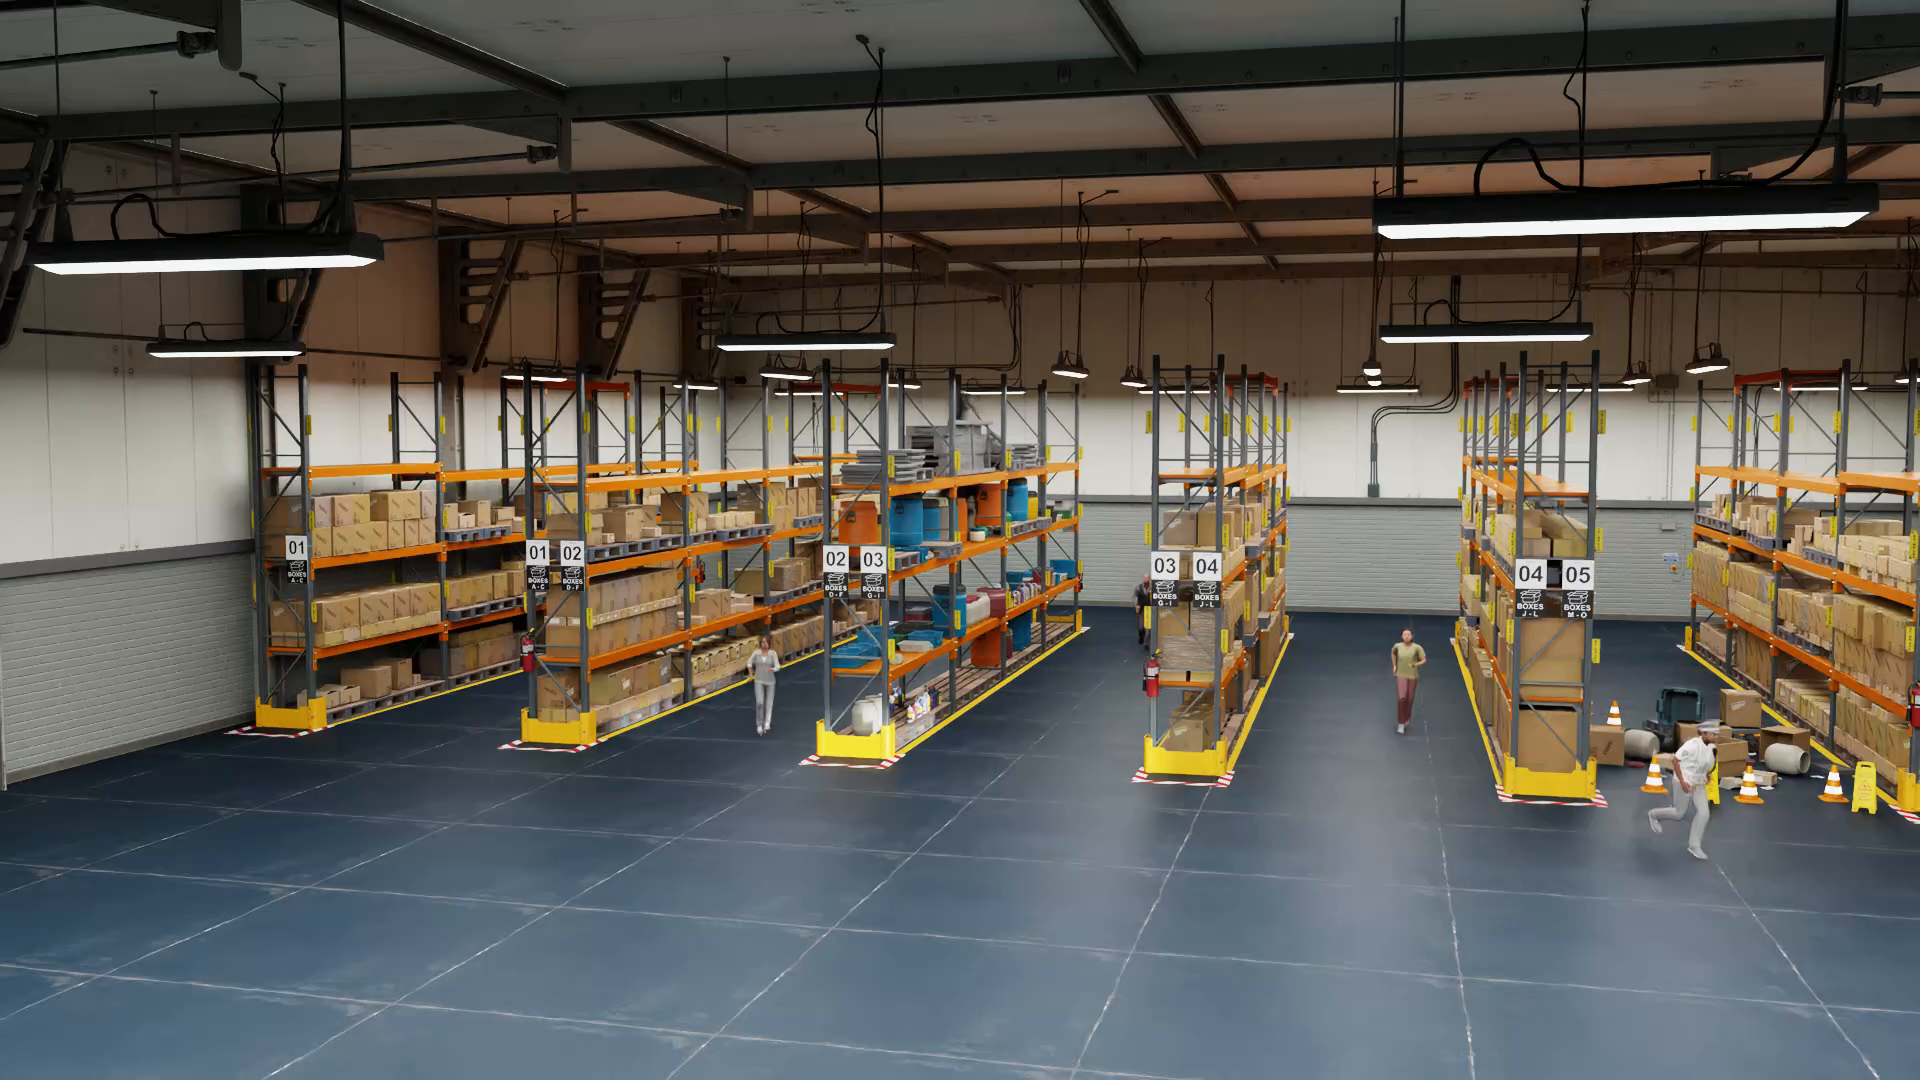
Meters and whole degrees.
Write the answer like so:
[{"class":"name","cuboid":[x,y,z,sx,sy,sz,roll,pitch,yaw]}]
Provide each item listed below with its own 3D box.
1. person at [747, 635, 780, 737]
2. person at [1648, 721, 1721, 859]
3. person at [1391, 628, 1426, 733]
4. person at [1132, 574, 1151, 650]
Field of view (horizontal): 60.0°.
[{"class":"person","cuboid":[-3.167,2.351,26.874,0.507,1.624,0.688,-1,4,-11]},{"class":"person","cuboid":[8.526,2.881,19.566,0.583,1.627,0.909,-2,5,-30]},{"class":"person","cuboid":[7.363,2.291,27.311,0.558,1.715,0.725,1,4,13]},{"class":"person","cuboid":[4.192,1.598,37.249,0.682,1.702,0.605,1,4,8]}]
